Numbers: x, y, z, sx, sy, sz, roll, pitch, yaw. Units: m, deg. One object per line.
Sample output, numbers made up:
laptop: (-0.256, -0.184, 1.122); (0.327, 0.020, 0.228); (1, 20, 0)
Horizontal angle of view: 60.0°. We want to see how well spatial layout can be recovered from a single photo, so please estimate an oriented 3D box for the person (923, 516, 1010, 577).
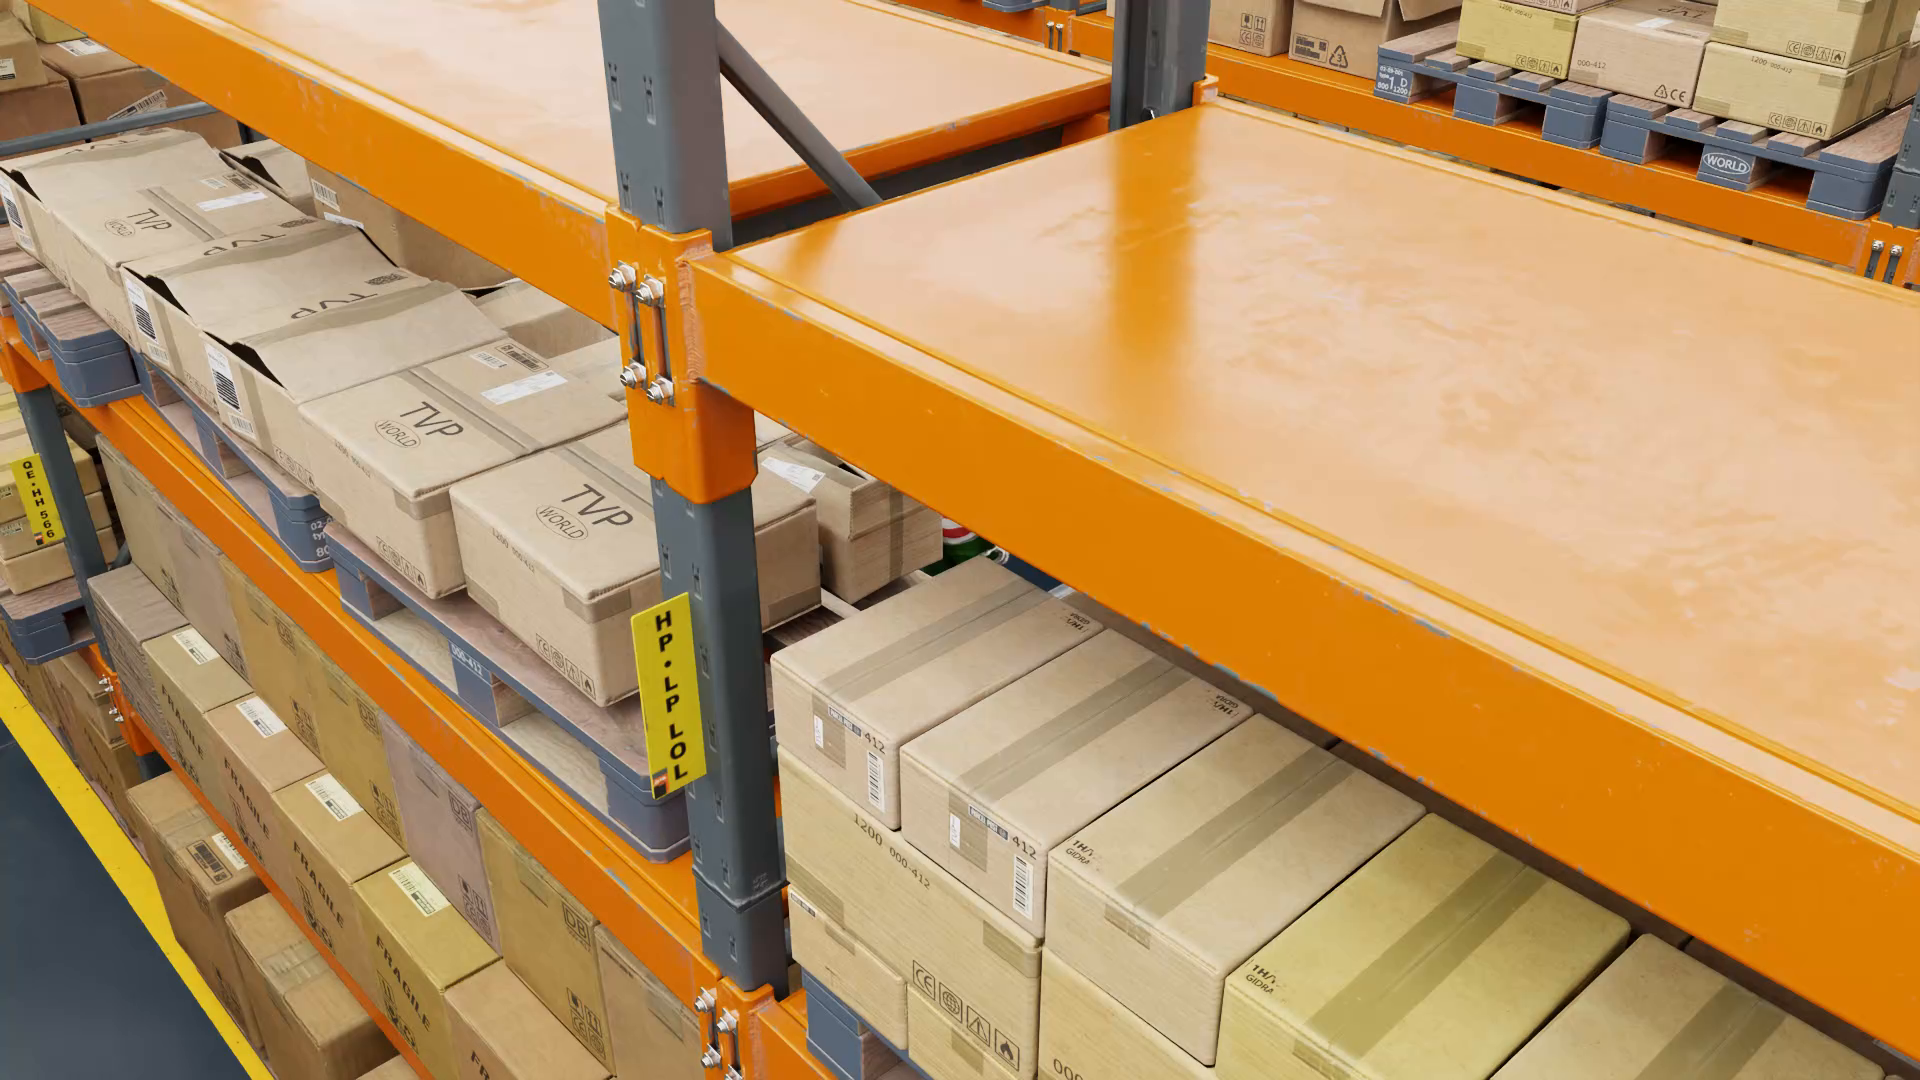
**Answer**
person: (0.030, -0.108, 7.771); (0.564, 1.787, 0.638); (-26, 40, -35)
